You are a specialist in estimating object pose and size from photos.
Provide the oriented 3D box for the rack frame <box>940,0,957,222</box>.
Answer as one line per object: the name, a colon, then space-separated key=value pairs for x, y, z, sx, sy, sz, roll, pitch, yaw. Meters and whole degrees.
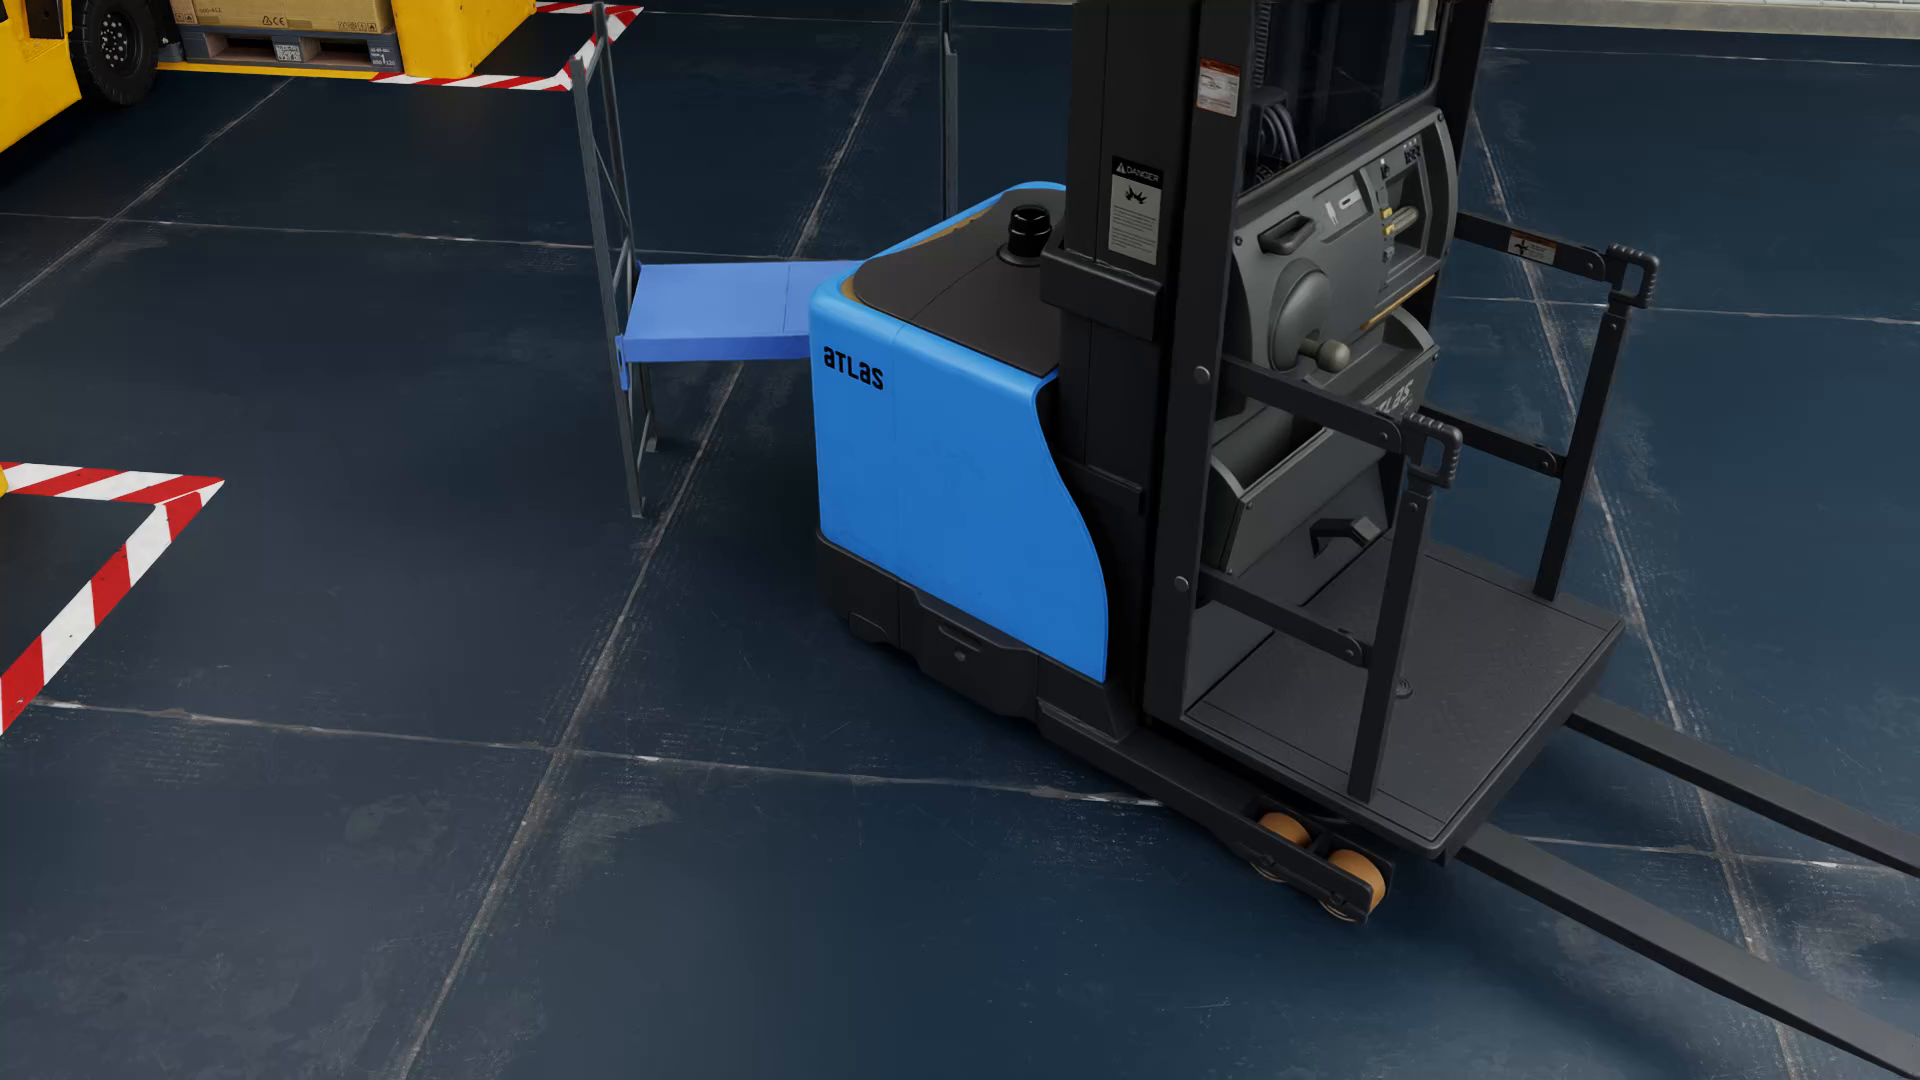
rack frame: x=-0.034 y=-0.851 z=5.152 sx=0.032 sy=1.500 sz=0.500 roll=-1 pitch=36 yaw=-2

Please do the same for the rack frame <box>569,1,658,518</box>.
rack frame: x=-1.049 y=-0.826 z=5.116 sx=0.032 sy=1.500 sz=0.500 roll=-1 pitch=36 yaw=-2

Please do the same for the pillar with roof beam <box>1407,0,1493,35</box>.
pillar with roof beam: x=2.154 y=-4.035 z=3.157 sx=0.400 sy=9.000 sz=9.100 roll=4 pitch=36 yaw=6

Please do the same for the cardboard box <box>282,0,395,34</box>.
cardboard box: x=-3.179 y=-2.851 z=8.668 sx=0.500 sy=0.250 sz=0.500 roll=5 pitch=36 yaw=6

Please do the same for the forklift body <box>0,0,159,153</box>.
forklift body: x=-4.786 y=-2.690 z=7.168 sx=1.214 sy=2.155 sz=2.313 roll=4 pitch=36 yaw=6

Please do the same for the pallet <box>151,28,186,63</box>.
pallet: x=-4.644 y=-2.936 z=9.182 sx=1.213 sy=0.211 sz=1.003 roll=4 pitch=36 yaw=6

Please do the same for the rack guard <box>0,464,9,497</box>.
rack guard: x=-3.377 y=-0.074 z=4.924 sx=0.348 sy=0.500 sz=1.175 roll=4 pitch=36 yaw=6

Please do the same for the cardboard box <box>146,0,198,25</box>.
cardboard box: x=-4.167 y=-2.935 z=8.786 sx=0.500 sy=0.250 sz=0.500 roll=5 pitch=36 yaw=6

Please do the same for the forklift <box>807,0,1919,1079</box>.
forklift: x=1.035 y=-0.633 z=3.614 sx=3.031 sy=2.935 sz=1.130 roll=26 pitch=43 yaw=32

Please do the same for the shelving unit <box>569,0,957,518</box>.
shelving unit: x=-0.542 y=-0.839 z=5.134 sx=1.048 sy=1.500 sz=0.538 roll=-1 pitch=36 yaw=-2

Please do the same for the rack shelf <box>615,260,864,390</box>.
rack shelf: x=-0.542 y=-0.692 z=5.239 sx=1.000 sy=0.185 sz=0.538 roll=-1 pitch=36 yaw=-2

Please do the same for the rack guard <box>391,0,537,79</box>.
rack guard: x=-2.649 y=-2.927 z=8.921 sx=0.348 sy=0.500 sz=1.175 roll=4 pitch=36 yaw=6

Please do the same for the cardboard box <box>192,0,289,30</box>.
cardboard box: x=-3.671 y=-2.893 z=8.727 sx=0.500 sy=0.250 sz=0.500 roll=4 pitch=36 yaw=6

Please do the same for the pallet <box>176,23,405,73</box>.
pallet: x=-3.437 y=-2.844 z=9.053 sx=1.213 sy=0.211 sz=1.003 roll=4 pitch=36 yaw=6
